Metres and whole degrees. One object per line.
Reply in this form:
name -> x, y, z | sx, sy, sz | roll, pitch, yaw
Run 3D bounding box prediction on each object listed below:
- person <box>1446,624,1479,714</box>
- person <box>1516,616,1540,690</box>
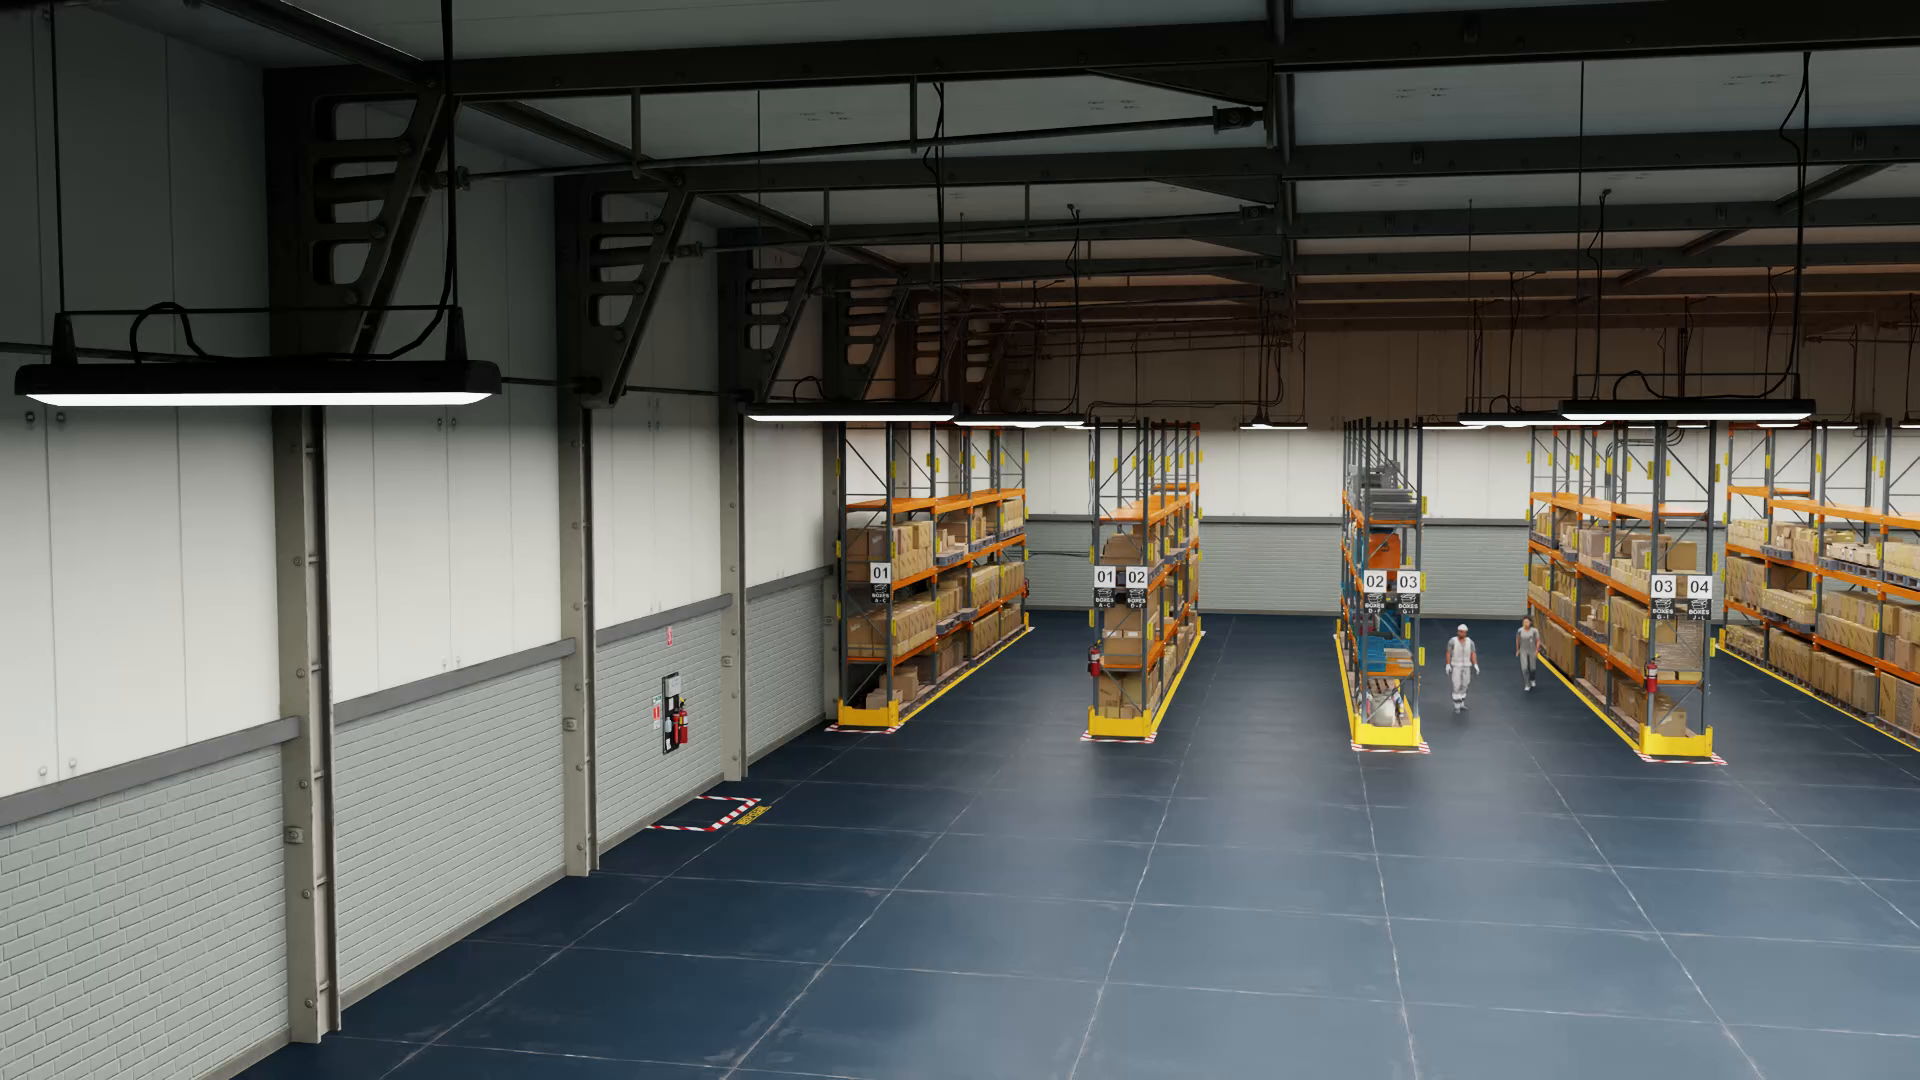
person -> 10.265, 2.644, 33.996 | 0.622, 1.859, 0.506 | 0, 4, -1
person -> 12.666, 2.503, 37.045 | 0.501, 1.652, 0.608 | 2, 4, 24
